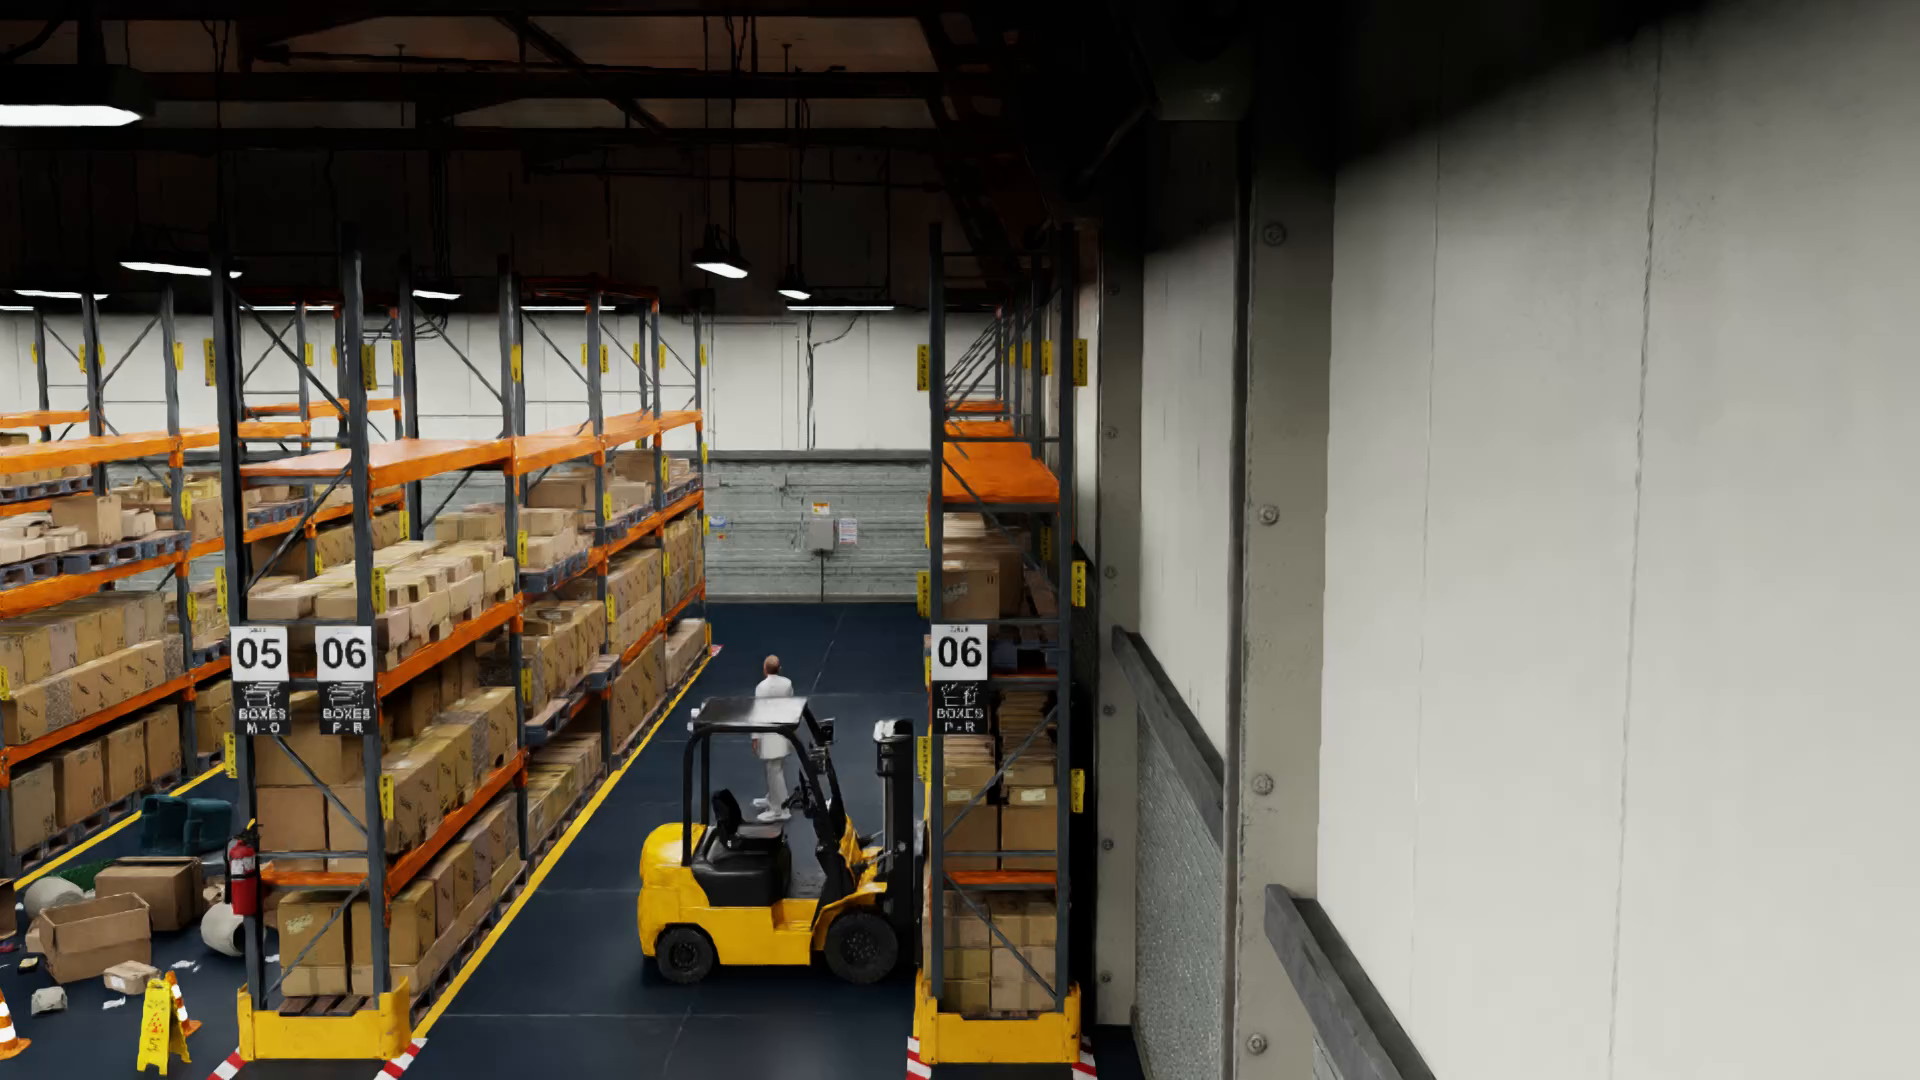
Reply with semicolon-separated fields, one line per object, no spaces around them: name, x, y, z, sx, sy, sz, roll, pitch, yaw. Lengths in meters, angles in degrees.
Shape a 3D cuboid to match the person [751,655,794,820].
person;-2.086;2.193;18.299;0.636;1.661;0.676;3;7;27
